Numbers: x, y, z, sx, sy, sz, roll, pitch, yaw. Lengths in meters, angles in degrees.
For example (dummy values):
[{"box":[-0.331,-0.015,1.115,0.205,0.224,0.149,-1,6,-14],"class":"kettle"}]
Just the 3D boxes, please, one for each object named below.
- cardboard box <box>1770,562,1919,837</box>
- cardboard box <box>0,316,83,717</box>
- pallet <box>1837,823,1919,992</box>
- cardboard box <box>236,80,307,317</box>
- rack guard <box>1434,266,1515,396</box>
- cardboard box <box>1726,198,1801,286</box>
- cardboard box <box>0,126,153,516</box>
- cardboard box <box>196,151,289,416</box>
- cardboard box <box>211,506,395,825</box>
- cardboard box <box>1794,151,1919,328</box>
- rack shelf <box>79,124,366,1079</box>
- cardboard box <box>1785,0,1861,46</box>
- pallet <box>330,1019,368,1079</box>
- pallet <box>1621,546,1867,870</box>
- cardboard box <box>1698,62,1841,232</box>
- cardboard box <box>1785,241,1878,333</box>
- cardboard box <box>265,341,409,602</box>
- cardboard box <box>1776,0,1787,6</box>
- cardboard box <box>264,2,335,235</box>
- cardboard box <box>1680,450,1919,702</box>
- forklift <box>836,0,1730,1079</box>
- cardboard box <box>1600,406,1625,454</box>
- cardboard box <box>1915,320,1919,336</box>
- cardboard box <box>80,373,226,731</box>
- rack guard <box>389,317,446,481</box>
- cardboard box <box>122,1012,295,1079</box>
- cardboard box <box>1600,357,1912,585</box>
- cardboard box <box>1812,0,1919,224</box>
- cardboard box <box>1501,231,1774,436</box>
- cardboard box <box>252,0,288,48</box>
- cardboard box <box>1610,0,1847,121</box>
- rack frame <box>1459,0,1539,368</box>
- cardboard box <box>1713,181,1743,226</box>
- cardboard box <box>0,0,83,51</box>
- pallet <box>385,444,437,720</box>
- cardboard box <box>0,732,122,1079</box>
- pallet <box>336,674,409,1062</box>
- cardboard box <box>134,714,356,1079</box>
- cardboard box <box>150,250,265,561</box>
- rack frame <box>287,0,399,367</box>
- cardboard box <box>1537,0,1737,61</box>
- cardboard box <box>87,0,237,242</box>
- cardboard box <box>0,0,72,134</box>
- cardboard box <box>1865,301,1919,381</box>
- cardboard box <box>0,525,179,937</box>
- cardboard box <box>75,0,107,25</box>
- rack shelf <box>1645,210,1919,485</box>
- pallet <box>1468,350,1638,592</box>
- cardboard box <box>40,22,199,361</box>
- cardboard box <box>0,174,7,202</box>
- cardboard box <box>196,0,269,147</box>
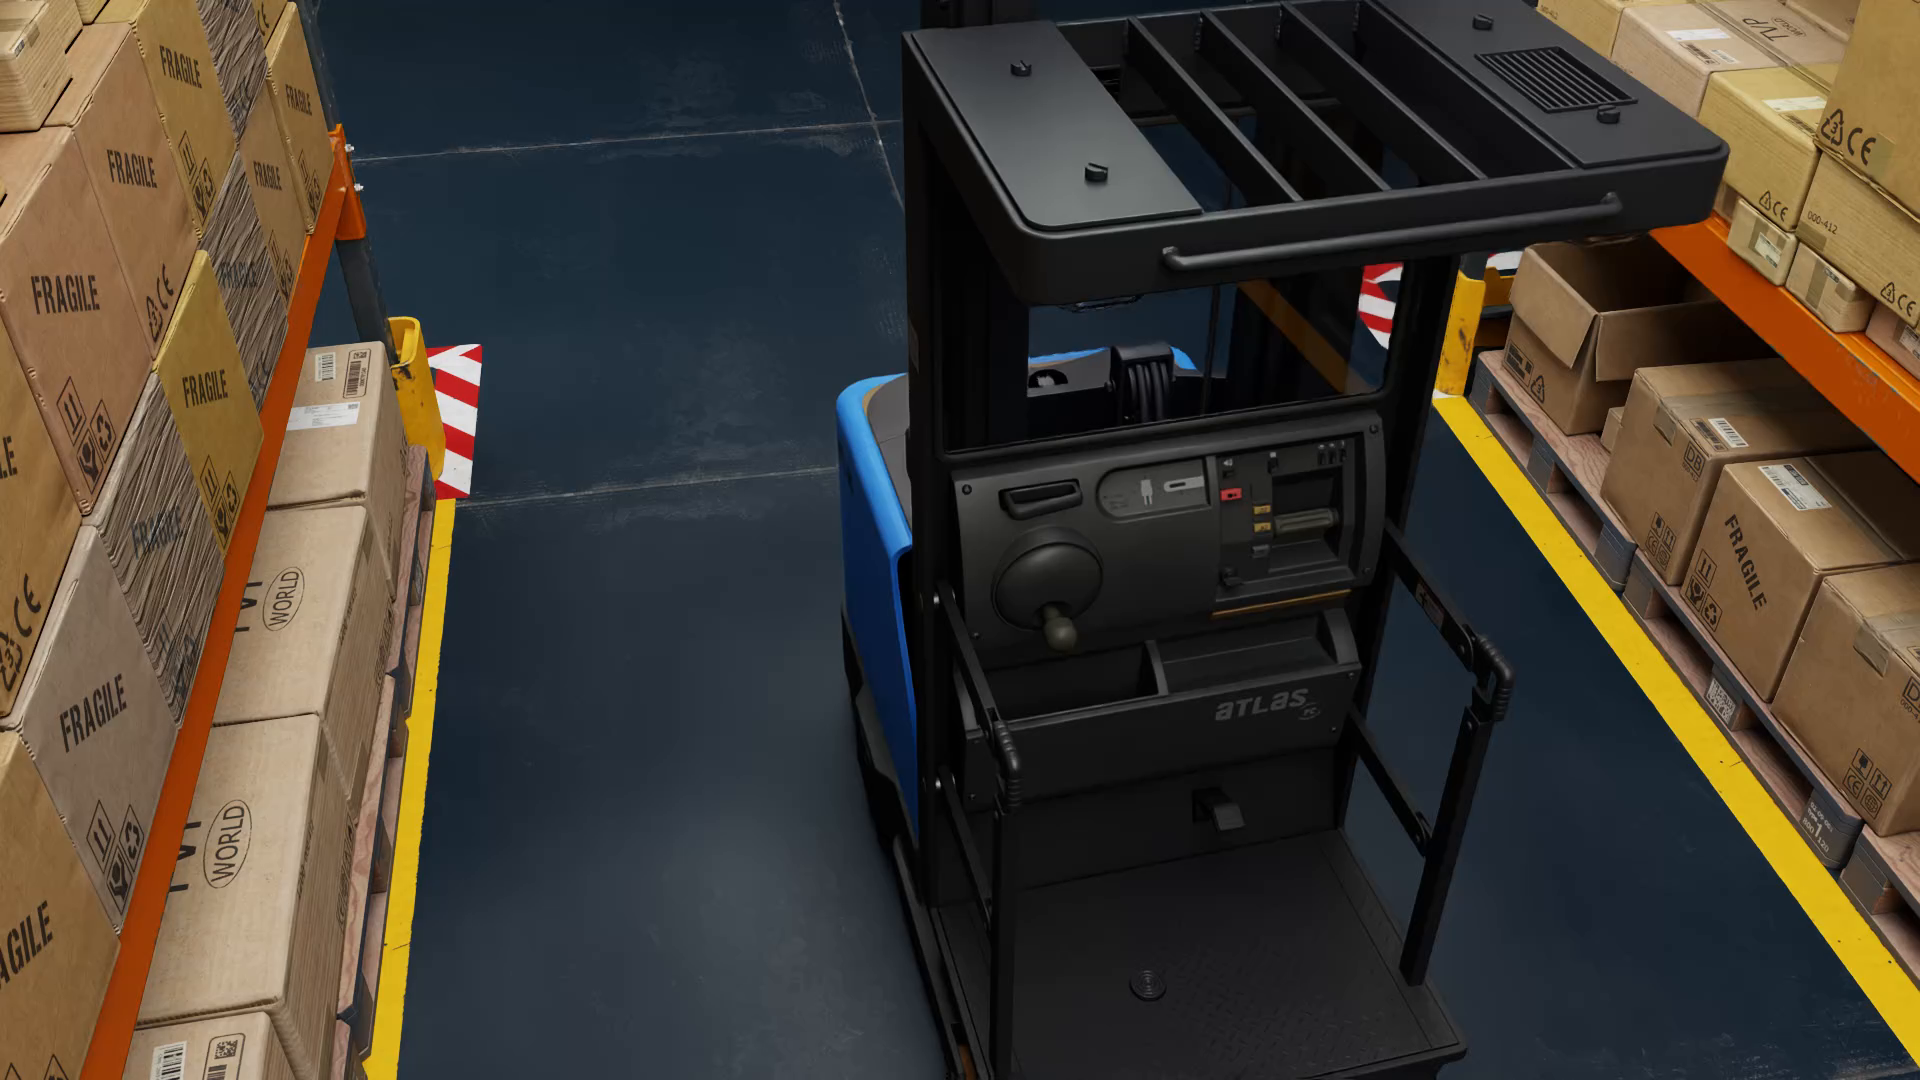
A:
[{"box":[2.715,0.396,4.490,0.700,0.500,0.500,-8,38,-10],"class":"cardboard box"},{"box":[-1.705,-0.054,2.478,0.500,0.500,0.500,-7,38,-9],"class":"cardboard box"},{"box":[2.989,1.150,4.097,1.003,0.211,1.213,-6,38,-8],"class":"pallet"},{"box":[-2.060,-0.888,4.366,0.500,0.500,0.500,-7,38,-9],"class":"cardboard box"},{"box":[2.421,-0.919,6.525,1.175,0.500,0.348,-6,38,-8],"class":"rack guard"},{"box":[2.372,-0.841,4.593,0.380,0.149,0.250,-7,38,-9],"class":"cardboard box"},{"box":[-1.784,-0.364,2.877,0.500,0.500,0.500,-6,38,-7],"class":"cardboard box"},{"box":[-1.961,-0.578,3.968,0.500,0.500,0.500,-5,38,-7],"class":"cardboard box"},{"box":[-2.096,0.370,4.575,0.875,0.438,0.875,-5,38,-7],"class":"cardboard box"},{"box":[2.513,-0.790,4.202,0.500,0.250,0.500,-7,38,-9],"class":"cardboard box"},{"box":[-2.128,0.076,3.793,1.077,0.370,4.000,-6,38,-8],"class":"rack shelf"},{"box":[2.839,-1.449,5.050,0.500,0.250,0.500,-6,38,-8],"class":"cardboard box"},{"box":[-1.834,1.634,3.475,1.003,0.211,1.213,-6,38,-8],"class":"pallet"},{"box":[2.772,0.412,5.048,1.003,0.211,1.213,-6,38,-8],"class":"pallet"},{"box":[2.402,-1.097,4.597,0.500,0.250,0.500,-7,38,-9],"class":"cardboard box"},{"box":[2.438,-0.684,4.391,0.380,0.149,0.250,-5,38,-7],"class":"cardboard box"},{"box":[-2.265,-0.182,5.285,0.875,0.438,0.875,-7,38,-9],"class":"cardboard box"},{"box":[2.749,-1.761,5.452,0.500,0.250,0.500,-5,38,-7],"class":"cardboard box"},{"box":[-2.134,-1.193,4.759,0.500,0.500,0.500,-6,38,-8],"class":"cardboard box"},{"box":[2.527,0.099,4.872,0.500,0.500,0.500,-6,38,-7],"class":"cardboard box"},{"box":[0.501,0.057,3.288,1.130,2.935,3.031,-9,39,-11],"class":"forklift"},{"box":[2.458,-0.352,5.739,0.380,0.149,0.250,-8,38,-10],"class":"cardboard box"},{"box":[2.602,-0.479,3.802,0.500,0.250,0.500,-6,38,-8],"class":"cardboard box"},{"box":[-1.767,0.044,3.167,0.500,0.500,0.500,-6,38,-8],"class":"cardboard box"},{"box":[-2.483,-0.443,5.913,1.175,0.500,0.348,-6,38,-8],"class":"rack guard"},{"box":[-1.782,1.455,3.178,0.875,0.438,0.875,-7,38,-9],"class":"cardboard box"},{"box":[2.533,-0.231,5.297,0.700,0.500,0.500,-5,38,-6],"class":"cardboard box"},{"box":[2.485,-1.097,3.986,0.500,0.500,0.500,-5,38,-7],"class":"cardboard box"},{"box":[2.421,-0.752,5.966,0.797,0.503,0.637,-8,38,-10],"class":"cardboard box"},{"box":[-2.160,-1.585,4.448,0.500,0.500,0.500,-5,38,-6],"class":"cardboard box"},{"box":[2.310,-1.403,4.990,0.500,0.250,0.500,-6,38,-7],"class":"cardboard box"},{"box":[2.407,-1.952,5.818,1.000,3.000,0.127,-6,38,-8],"class":"rack frame"},{"box":[2.402,-1.002,4.800,0.380,0.149,0.250,-6,38,-7],"class":"cardboard box"},{"box":[-1.913,-0.986,3.149,0.380,0.149,0.250,-5,38,-6],"class":"cardboard box"},{"box":[-2.262,0.160,5.372,1.003,0.211,1.213,-6,38,-8],"class":"pallet"},{"box":[-1.602,0.649,2.388,0.500,0.500,0.500,-5,38,-6],"class":"cardboard box"},{"box":[-2.051,0.895,4.426,1.003,0.211,1.213,-6,38,-8],"class":"pallet"},{"box":[-1.939,0.915,3.874,0.875,0.438,0.875,-7,38,-9],"class":"cardboard box"},{"box":[-1.857,-0.268,3.568,0.500,0.500,0.500,-5,38,-7],"class":"cardboard box"},{"box":[-2.479,-1.416,5.128,1.000,3.000,0.127,-6,38,-8],"class":"rack frame"},{"box":[2.222,-1.707,5.382,0.500,0.250,0.500,-6,38,-8],"class":"cardboard box"},{"box":[-1.956,-0.973,3.661,0.500,0.500,0.500,-6,38,-8],"class":"cardboard box"},{"box":[-1.826,-0.831,2.949,0.380,0.149,0.250,-6,38,-8],"class":"cardboard box"},{"box":[2.551,-0.536,4.200,0.380,0.149,0.250,-6,38,-8],"class":"cardboard box"},{"box":[-1.686,0.345,2.780,0.500,0.500,0.500,-6,38,-8],"class":"cardboard box"},{"box":[-1.941,-1.146,3.355,0.380,0.149,0.250,-5,38,-7],"class":"cardboard box"},{"box":[2.758,-0.460,4.483,1.077,0.370,4.000,-6,38,-8],"class":"rack shelf"},{"box":[2.561,-0.323,5.994,1.003,0.211,1.213,-6,38,-8],"class":"pallet"},{"box":[-1.869,-0.669,3.270,0.500,0.500,0.500,-6,38,-8],"class":"cardboard box"},{"box":[-1.726,-0.532,2.565,0.380,0.149,0.250,-7,38,-9],"class":"cardboard box"},{"box":[-2.039,-1.272,4.046,0.500,0.500,0.500,-6,38,-8],"class":"cardboard box"}]
